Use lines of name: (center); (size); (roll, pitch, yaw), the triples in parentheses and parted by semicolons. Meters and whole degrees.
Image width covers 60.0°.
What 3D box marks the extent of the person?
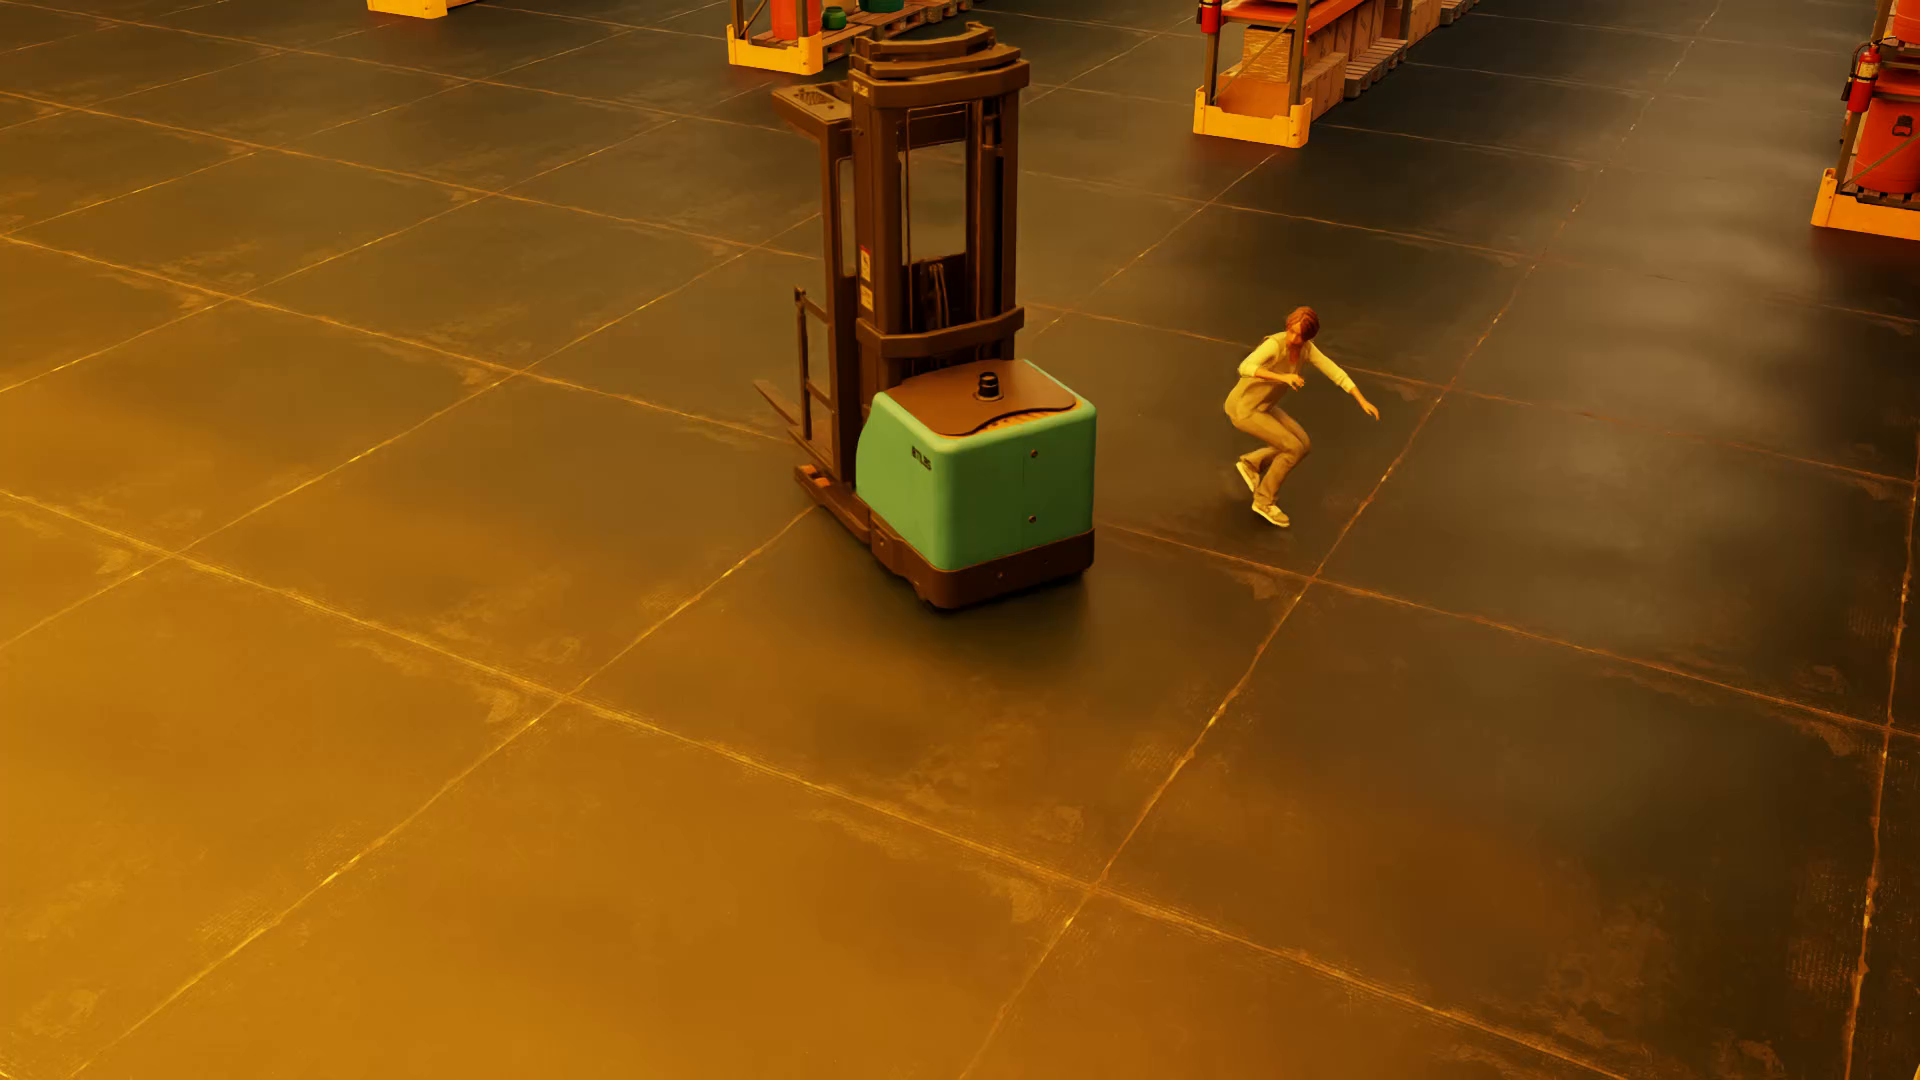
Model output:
person: (1.999, -0.736, 9.958); (0.881, 1.324, 0.680); (20, 35, 31)

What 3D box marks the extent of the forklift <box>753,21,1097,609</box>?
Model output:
forklift: (-0.390, -1.595, 9.834); (1.130, 2.935, 3.031); (-16, 34, -25)
